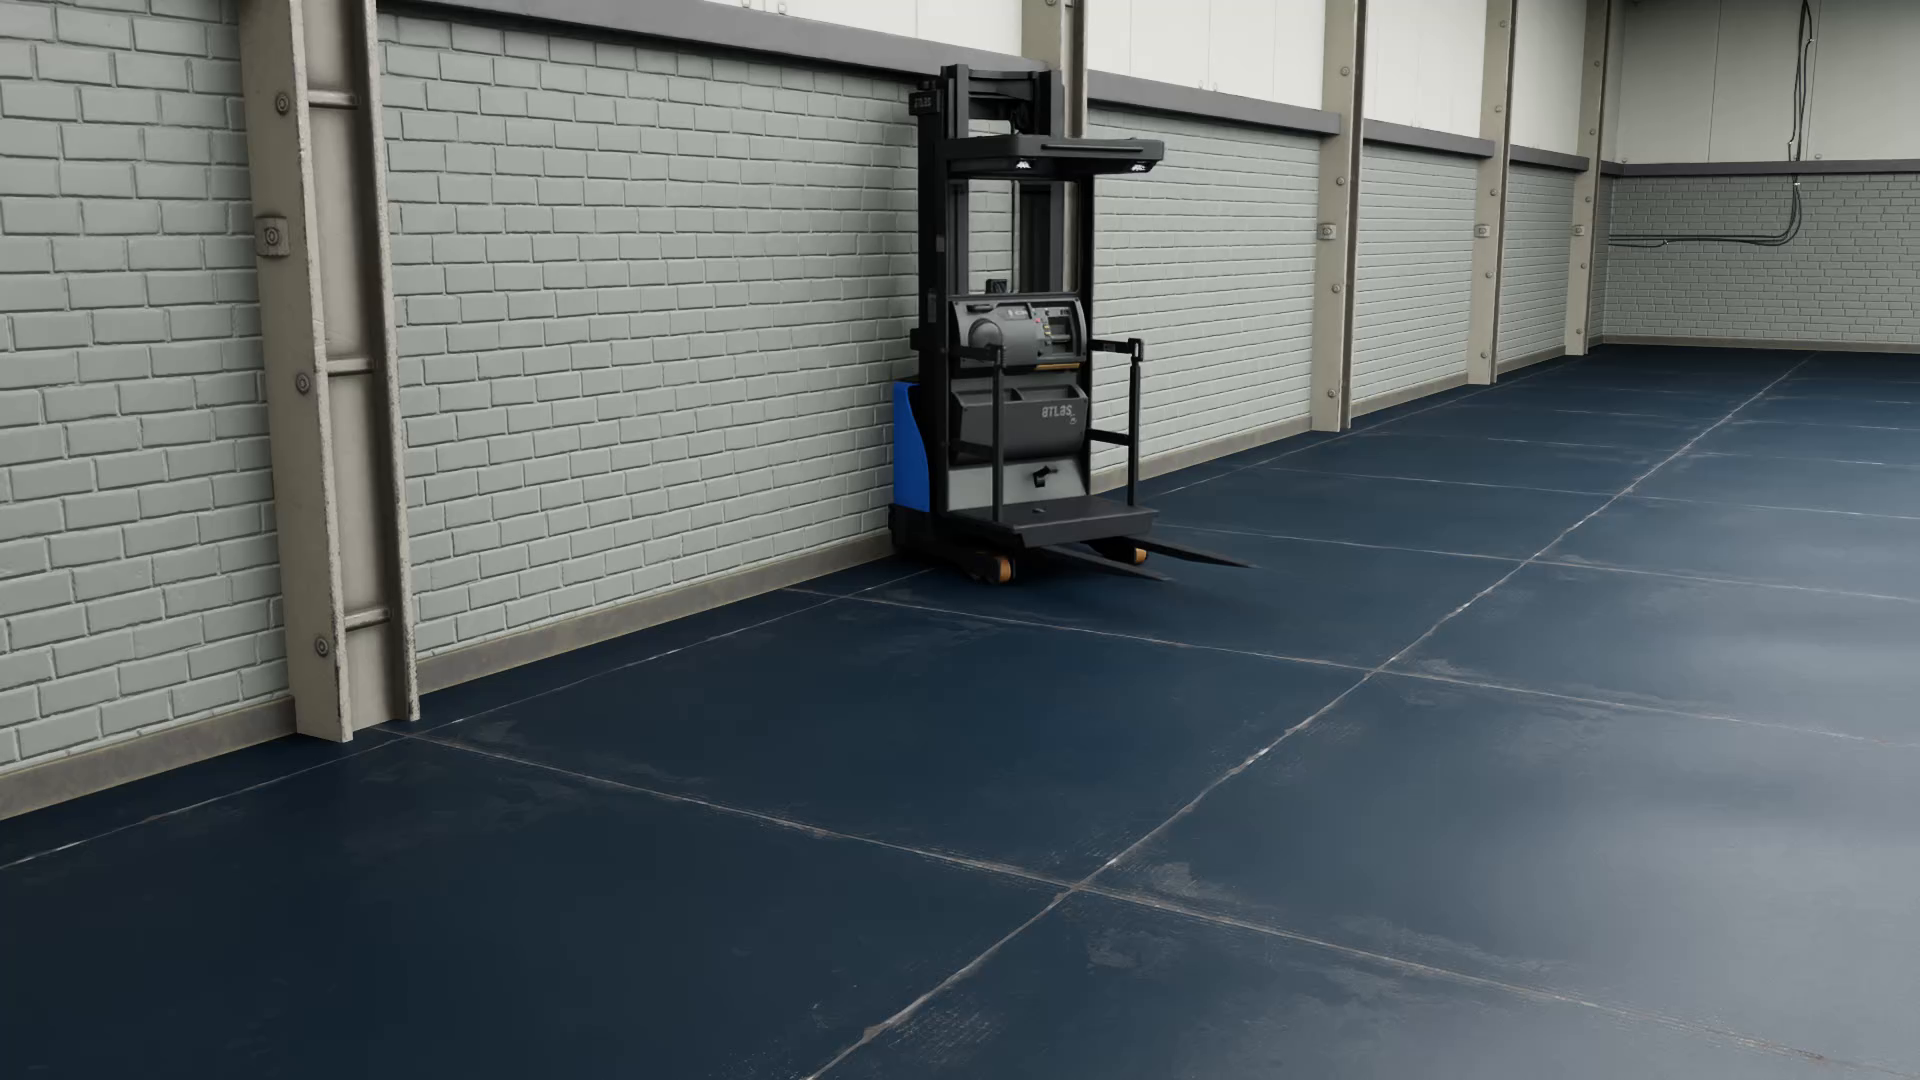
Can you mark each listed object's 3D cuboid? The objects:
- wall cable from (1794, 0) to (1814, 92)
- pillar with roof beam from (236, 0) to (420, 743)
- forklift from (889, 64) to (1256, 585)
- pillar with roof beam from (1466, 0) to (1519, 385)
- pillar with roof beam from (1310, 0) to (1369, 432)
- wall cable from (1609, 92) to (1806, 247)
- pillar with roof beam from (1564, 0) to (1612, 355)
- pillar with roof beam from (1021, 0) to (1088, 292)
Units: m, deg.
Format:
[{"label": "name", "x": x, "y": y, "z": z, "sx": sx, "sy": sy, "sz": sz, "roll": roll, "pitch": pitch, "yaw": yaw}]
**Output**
[{"label": "wall cable", "x": 14.958, "y": -8.475, "z": 26.400, "sx": 3.097, "sy": 2.526, "sz": 0.112, "roll": 6, "pitch": 12, "yaw": 31}, {"label": "pillar with roof beam", "x": 1.205, "y": -3.255, "z": 3.801, "sx": 9.100, "sy": 9.000, "sz": 0.400, "roll": 6, "pitch": 12, "yaw": 31}, {"label": "forklift", "x": 0.480, "y": -1.284, "z": 9.760, "sx": 1.130, "sy": 2.935, "sz": 3.031, "roll": -7, "pitch": 13, "yaw": -33}, {"label": "pillar with roof beam", "x": 10.550, "y": -6.086, "z": 18.922, "sx": 9.100, "sy": 9.000, "sz": 0.400, "roll": 6, "pitch": 12, "yaw": 31}, {"label": "pillar with roof beam", "x": 7.435, "y": -5.142, "z": 13.881, "sx": 9.100, "sy": 9.000, "sz": 0.400, "roll": 6, "pitch": 12, "yaw": 31}, {"label": "wall cable", "x": 12.646, "y": -6.251, "z": 28.245, "sx": 3.097, "sy": 2.526, "sz": 0.112, "roll": 6, "pitch": 12, "yaw": 31}, {"label": "pillar with roof beam", "x": 13.666, "y": -7.029, "z": 23.962, "sx": 9.100, "sy": 9.000, "sz": 0.400, "roll": 6, "pitch": 12, "yaw": 31}, {"label": "pillar with roof beam", "x": 4.320, "y": -4.199, "z": 8.841, "sx": 9.100, "sy": 9.000, "sz": 0.400, "roll": 6, "pitch": 12, "yaw": 31}]
